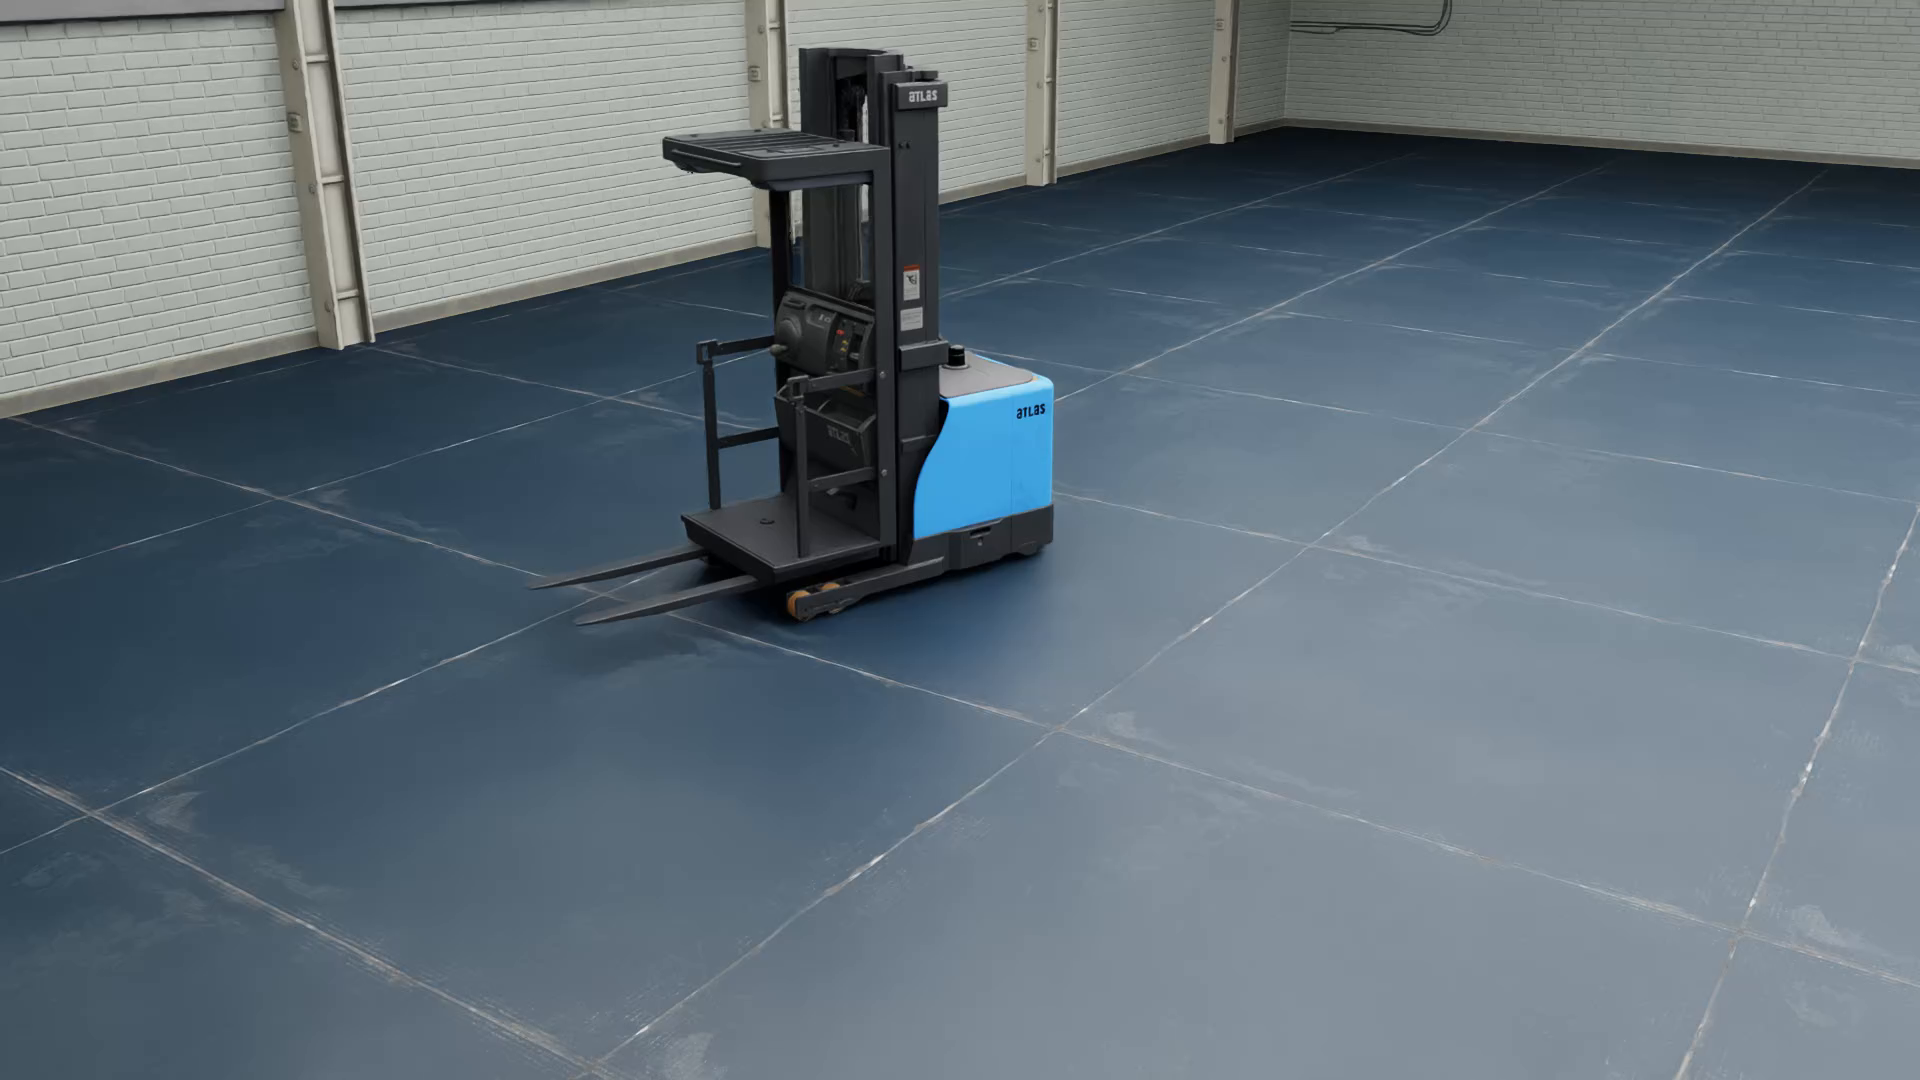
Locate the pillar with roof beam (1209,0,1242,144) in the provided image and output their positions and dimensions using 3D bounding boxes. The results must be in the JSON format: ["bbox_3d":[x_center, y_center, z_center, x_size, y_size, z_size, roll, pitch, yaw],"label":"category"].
[{"bbox_3d":[8.118,-10.327,25.214,9.100,9.000,0.400,13,24,32],"label":"pillar with roof beam"}]

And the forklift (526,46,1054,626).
[{"bbox_3d":[-0.924,-1.139,9.118,3.031,2.935,1.130,-14,25,-34],"label":"forklift"}]

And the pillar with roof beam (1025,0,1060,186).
[{"bbox_3d":[4.745,-8.606,20.560,9.100,9.000,0.400,13,24,32],"label":"pillar with roof beam"}]

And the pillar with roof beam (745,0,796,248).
[{"bbox_3d":[1.372,-6.884,15.906,9.100,9.000,0.400,13,24,32],"label":"pillar with roof beam"}]

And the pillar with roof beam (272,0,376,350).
[{"bbox_3d":[-2.001,-5.163,11.252,9.100,9.000,0.400,13,24,32],"label":"pillar with roof beam"}]

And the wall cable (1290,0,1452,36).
[{"bbox_3d":[7.307,-10.298,29.610,3.097,2.526,0.112,13,24,32],"label":"wall cable"}]
